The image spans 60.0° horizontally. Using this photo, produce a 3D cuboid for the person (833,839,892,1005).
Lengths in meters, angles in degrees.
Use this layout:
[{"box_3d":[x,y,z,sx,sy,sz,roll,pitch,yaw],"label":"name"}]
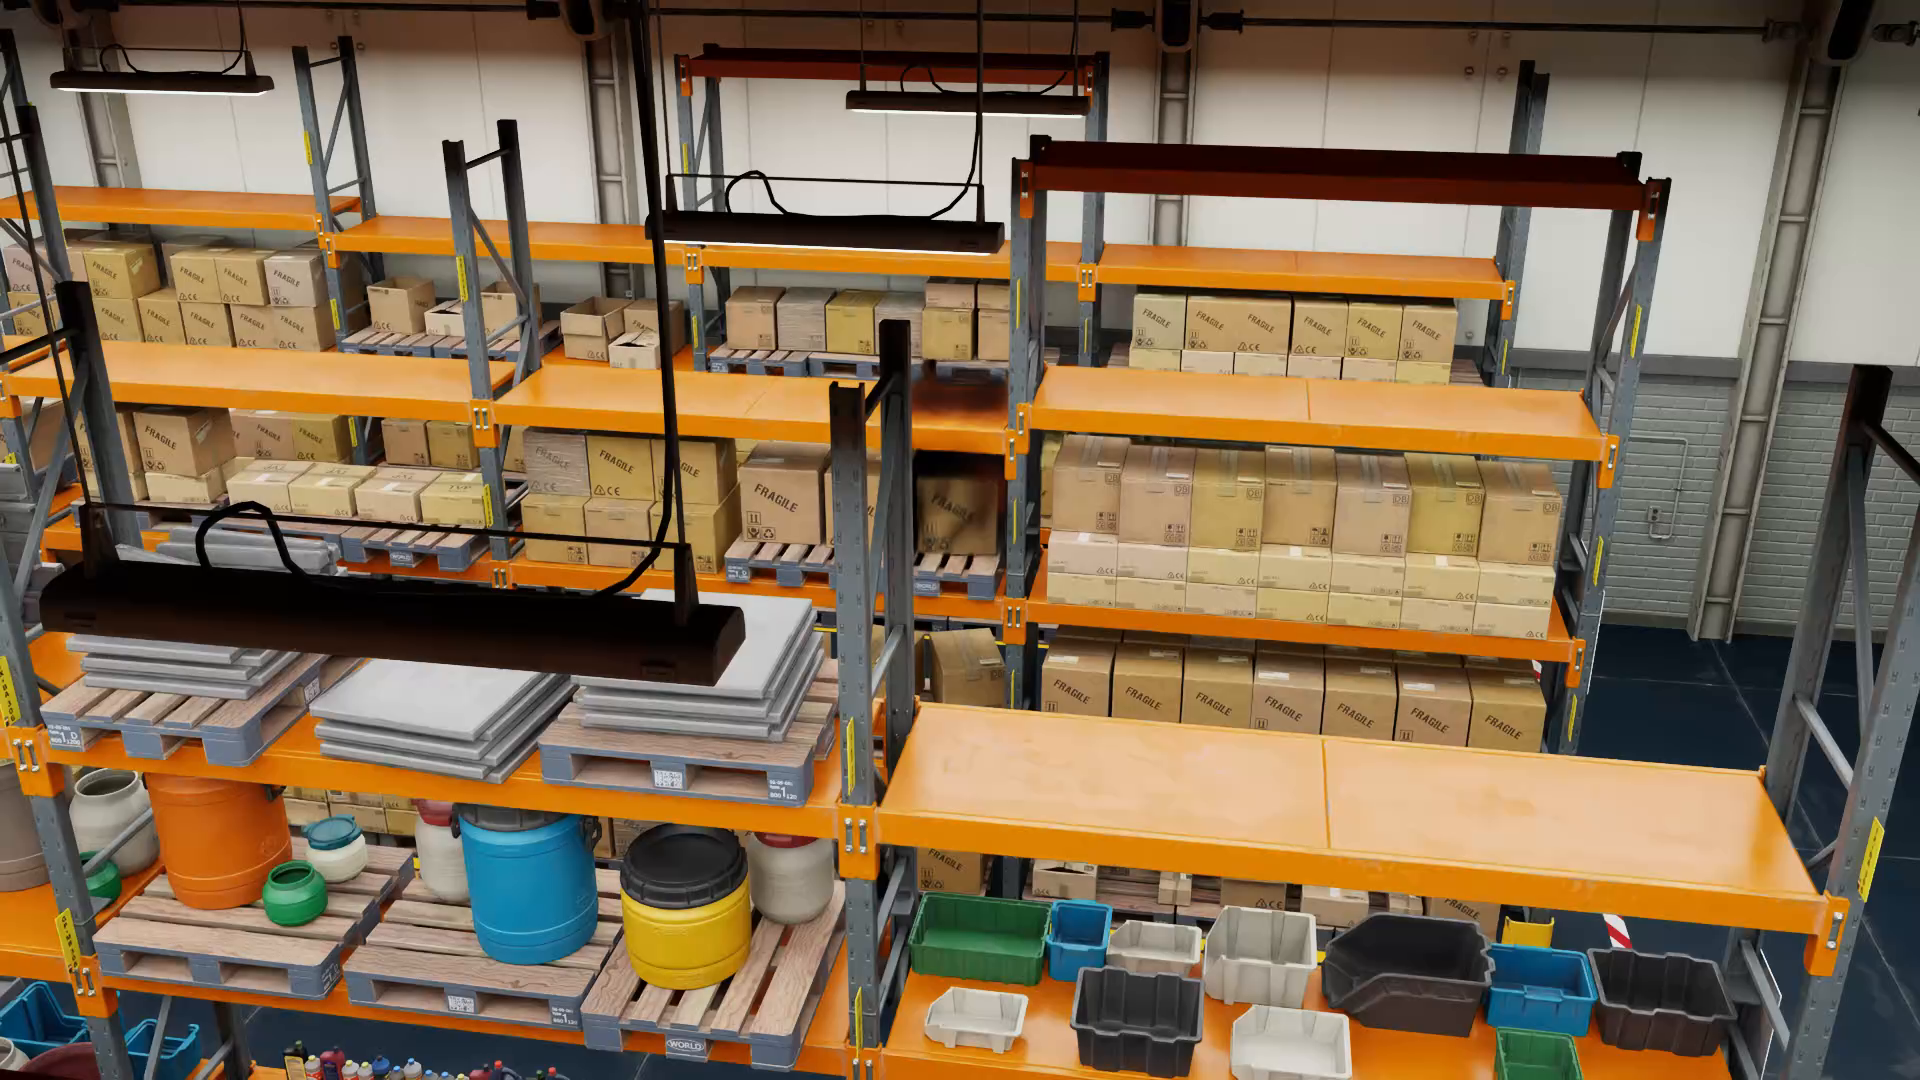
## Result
[{"box_3d":[-0.643,2.531,11.908,0.606,1.704,0.498,14,27,30],"label":"person"}]
